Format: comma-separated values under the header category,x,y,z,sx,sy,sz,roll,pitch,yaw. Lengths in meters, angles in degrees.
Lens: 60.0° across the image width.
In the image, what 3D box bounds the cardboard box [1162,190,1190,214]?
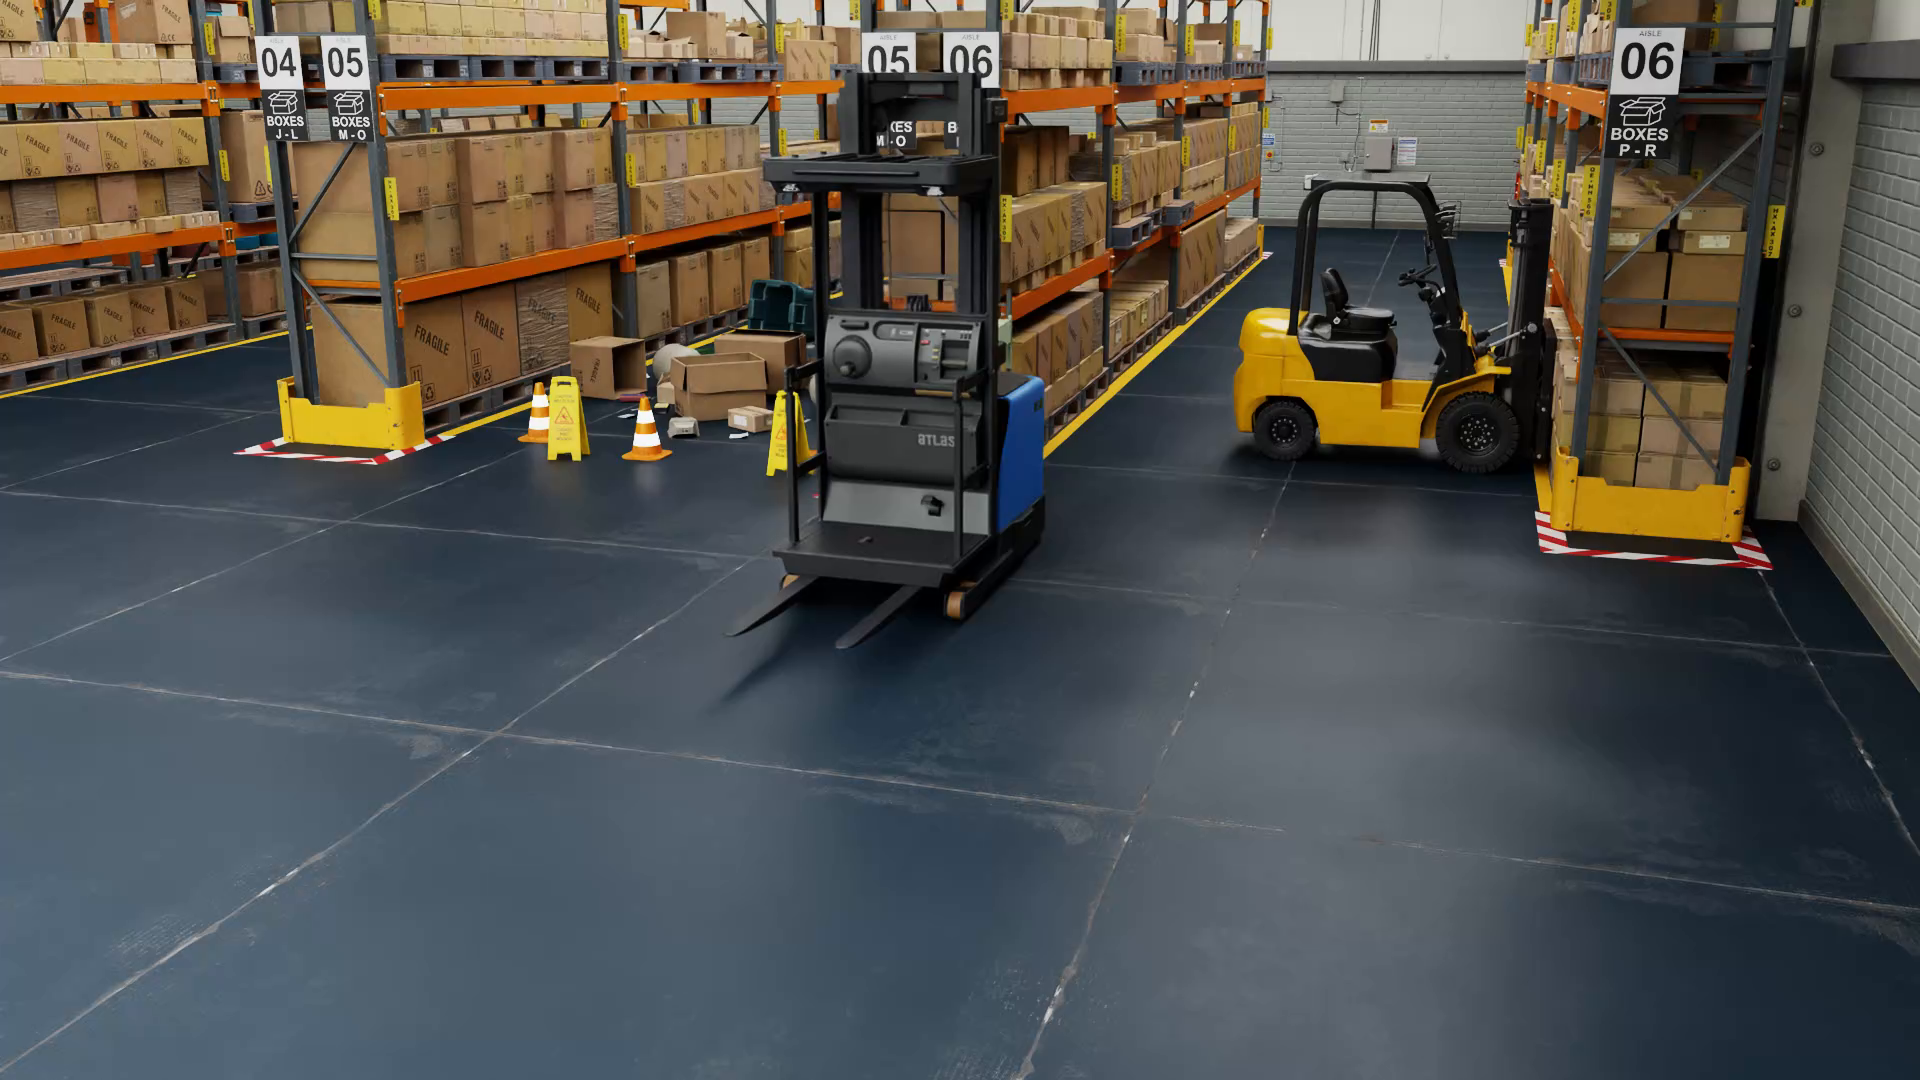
category,x,y,z,sx,sy,sz,roll,pitch,yaw
cardboard box,2.451,-4.032,19.822,0.500,0.250,0.500,4,16,15

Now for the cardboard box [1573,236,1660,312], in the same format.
category,x,y,z,sx,sy,sz,roll,pitch,yaw
cardboard box,4.601,-1.851,11.674,0.500,0.500,0.500,5,17,18

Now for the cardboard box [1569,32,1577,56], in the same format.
category,x,y,z,sx,sy,sz,roll,pitch,yaw
cardboard box,5.666,-4.424,14.642,0.500,0.311,0.500,4,16,14

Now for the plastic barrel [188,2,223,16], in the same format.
category,x,y,z,sx,sy,sz,roll,pitch,yaw
plastic barrel,-11.381,-7.622,25.021,0.600,0.901,0.708,5,16,16

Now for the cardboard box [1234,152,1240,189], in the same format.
category,x,y,z,sx,sy,sz,roll,pitch,yaw
cardboard box,3.738,-5.324,23.919,0.500,0.500,0.500,5,17,16

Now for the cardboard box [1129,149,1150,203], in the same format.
category,x,y,z,sx,sy,sz,roll,pitch,yaw
cardboard box,1.637,-3.702,16.886,0.500,0.500,0.500,5,16,16

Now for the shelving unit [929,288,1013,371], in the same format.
category,x,y,z,sx,sy,sz,roll,pitch,yaw
shelving unit,0.072,-0.906,11.274,0.431,1.500,0.755,4,16,13

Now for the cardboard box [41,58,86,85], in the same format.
category,x,y,z,sx,sy,sz,roll,pitch,yaw
cardboard box,-8.892,-4.549,16.149,0.500,0.250,0.500,5,17,18

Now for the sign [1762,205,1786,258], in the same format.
category,x,y,z,sx,sy,sz,roll,pitch,yaw
sign,5.087,-1.929,10.400,0.100,0.325,0.005,5,16,16

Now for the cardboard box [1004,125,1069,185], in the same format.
category,x,y,z,sx,sy,sz,roll,pitch,yaw
cardboard box,0.601,-3.523,15.192,0.700,0.500,0.500,4,16,15

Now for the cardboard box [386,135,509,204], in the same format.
category,x,y,z,sx,sy,sz,roll,pitch,yaw
cardboard box,-4.478,-3.233,14.476,0.875,0.550,0.550,5,16,16

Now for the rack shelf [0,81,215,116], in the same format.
category,x,y,z,sx,sy,sz,roll,pitch,yaw
rack shelf,-9.136,-4.291,16.283,1.077,0.370,4.000,5,16,16

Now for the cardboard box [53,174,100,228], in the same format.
category,x,y,z,sx,sy,sz,roll,pitch,yaw
cardboard box,-9.158,-3.401,16.596,0.875,0.500,0.500,5,16,16

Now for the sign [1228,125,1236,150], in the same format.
category,x,y,z,sx,sy,sz,roll,pitch,yaw
sign,3.730,-5.521,22.822,0.100,0.325,0.005,5,16,16

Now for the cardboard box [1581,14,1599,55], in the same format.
category,x,y,z,sx,sy,sz,roll,pitch,yaw
cardboard box,5.224,-4.017,13.207,0.500,0.311,0.500,5,17,17

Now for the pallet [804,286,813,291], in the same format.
category,x,y,z,sx,sy,sz,roll,pitch,yaw
pallet,-2.481,-3.216,21.780,1.003,0.211,1.213,5,16,16

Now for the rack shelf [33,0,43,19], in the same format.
category,x,y,z,sx,sy,sz,roll,pitch,yaw
rack shelf,-16.360,-8.404,26.019,1.077,0.370,4.000,5,16,16

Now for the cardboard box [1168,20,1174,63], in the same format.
category,x,y,z,sx,sy,sz,roll,pitch,yaw
cardboard box,2.169,-5.962,19.904,0.700,0.500,0.500,4,16,13

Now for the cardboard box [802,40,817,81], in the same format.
category,x,y,z,sx,sy,sz,roll,pitch,yaw
cardboard box,-2.152,-6.104,21.173,0.500,0.500,0.500,5,16,16

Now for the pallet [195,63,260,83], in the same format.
category,x,y,z,sx,sy,sz,roll,pitch,yaw
pallet,-8.290,-5.223,18.595,1.213,0.211,1.003,5,16,16

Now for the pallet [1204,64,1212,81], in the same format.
category,x,y,z,sx,sy,sz,roll,pitch,yaw
pallet,2.517,-5.813,20.676,1.003,0.211,1.213,5,17,18

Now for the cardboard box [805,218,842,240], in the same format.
category,x,y,z,sx,sy,sz,roll,pitch,yaw
cardboard box,-1.832,-4.272,22.832,0.500,0.250,0.500,4,16,13

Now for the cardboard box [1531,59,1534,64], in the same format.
category,x,y,z,sx,sy,sz,roll,pitch,yaw
cardboard box,8.434,-6.856,23.737,0.500,0.250,0.500,4,16,14

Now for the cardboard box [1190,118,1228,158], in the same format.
category,x,y,z,sx,sy,sz,roll,pitch,yaw
cardboard box,3.321,-5.435,22.478,0.500,0.500,0.500,5,17,18

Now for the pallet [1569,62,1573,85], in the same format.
category,x,y,z,sx,sy,sz,roll,pitch,yaw
pallet,6.408,-4.486,15.999,1.003,0.211,1.213,5,17,18

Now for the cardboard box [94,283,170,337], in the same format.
category,x,y,z,sx,sy,sz,roll,pitch,yaw
cardboard box,-8.875,-2.465,17.834,0.500,0.500,0.500,11,19,33

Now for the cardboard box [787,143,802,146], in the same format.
category,x,y,z,sx,sy,sz,roll,pitch,yaw
cardboard box,-2.415,-5.427,23.066,0.380,0.149,0.250,4,16,15

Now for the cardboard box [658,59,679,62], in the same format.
category,x,y,z,sx,sy,sz,roll,pitch,yaw
cardboard box,-5.254,-8.458,28.519,0.700,0.500,0.500,4,16,13

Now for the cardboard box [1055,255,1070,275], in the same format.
category,x,y,z,sx,sy,sz,roll,pitch,yaw
cardboard box,0.709,-2.320,13.971,0.380,0.149,0.250,5,17,16

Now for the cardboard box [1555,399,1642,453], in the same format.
category,x,y,z,sx,sy,sz,roll,pitch,yaw
cardboard box,4.396,-0.790,11.470,0.500,0.250,0.500,4,16,15

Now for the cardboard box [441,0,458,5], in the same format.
category,x,y,z,sx,sy,sz,roll,pitch,yaw
cardboard box,-4.361,-4.477,13.666,0.380,0.149,0.250,5,17,16

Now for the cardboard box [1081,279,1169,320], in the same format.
category,x,y,z,sx,sy,sz,roll,pitch,yaw
cardboard box,1.900,-2.786,19.202,0.950,0.372,0.625,3,16,12

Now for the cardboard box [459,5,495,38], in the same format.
category,x,y,z,sx,sy,sz,roll,pitch,yaw
cardboard box,-4.309,-4.395,14.109,0.500,0.250,0.500,4,16,15

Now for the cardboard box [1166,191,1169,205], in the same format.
category,x,y,z,sx,sy,sz,roll,pitch,yaw
cardboard box,2.088,-3.762,18.287,0.380,0.149,0.250,4,16,13

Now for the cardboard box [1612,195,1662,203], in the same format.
category,x,y,z,sx,sy,sz,roll,pitch,yaw
cardboard box,4.687,-2.329,11.625,0.380,0.149,0.250,5,17,16

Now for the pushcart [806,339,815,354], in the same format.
category,x,y,z,sx,sy,sz,roll,pitch,yaw
pushcart,-1.267,-1.851,16.664,1.648,0.377,0.936,-1,16,-3

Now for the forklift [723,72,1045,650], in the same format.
category,x,y,z,sx,sy,sz,roll,pitch,yaw
forklift,-0.395,-1.085,9.284,1.130,2.935,3.031,5,17,18

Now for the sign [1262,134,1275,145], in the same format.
category,x,y,z,sx,sy,sz,roll,pitch,yaw
sign,5.895,-7.715,32.038,0.327,0.218,0.001,5,16,16

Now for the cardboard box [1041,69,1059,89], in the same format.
category,x,y,z,sx,sy,sz,roll,pitch,yaw
cardboard box,0.566,-3.625,13.075,0.380,0.149,0.250,5,17,17

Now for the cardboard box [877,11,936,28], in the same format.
category,x,y,z,sx,sy,sz,roll,pitch,yaw
cardboard box,-0.390,-3.720,11.949,0.380,0.149,0.250,5,17,16

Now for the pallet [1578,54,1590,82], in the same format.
category,x,y,z,sx,sy,sz,roll,pitch,yaw
pallet,5.476,-3.740,13.185,1.003,0.211,1.213,5,16,16

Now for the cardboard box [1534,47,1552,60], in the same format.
category,x,y,z,sx,sy,sz,roll,pitch,yaw
cardboard box,7.262,-5.985,20.442,0.380,0.149,0.250,5,17,17

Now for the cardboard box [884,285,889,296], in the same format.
category,x,y,z,sx,sy,sz,roll,pitch,yaw
cardboard box,-0.782,-2.241,16.426,0.500,0.500,0.500,5,16,16

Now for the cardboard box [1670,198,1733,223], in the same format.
category,x,y,z,sx,sy,sz,roll,pitch,yaw
cardboard box,5.025,-2.229,11.274,0.380,0.149,0.250,5,17,17

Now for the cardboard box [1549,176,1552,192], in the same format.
category,x,y,z,sx,sy,sz,roll,pitch,yaw
cardboard box,5.914,-3.444,16.102,0.380,0.149,0.250,4,16,14

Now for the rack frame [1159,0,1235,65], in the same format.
category,x,y,z,sx,sy,sz,roll,pitch,yaw
rack frame,3.207,-7.928,22.290,1.000,3.000,0.127,5,16,16

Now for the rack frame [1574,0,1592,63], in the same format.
category,x,y,z,sx,sy,sz,roll,pitch,yaw
rack frame,5.694,-5.451,13.557,1.000,3.000,0.127,5,16,16

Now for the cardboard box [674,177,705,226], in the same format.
category,x,y,z,sx,sy,sz,roll,pitch,yaw
cardboard box,-3.146,-3.734,18.314,0.500,0.500,0.500,5,16,16

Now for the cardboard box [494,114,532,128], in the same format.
category,x,y,z,sx,sy,sz,roll,pitch,yaw
cardboard box,-6.674,-5.995,24.446,0.797,0.503,0.637,5,17,16

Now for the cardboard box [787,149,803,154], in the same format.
category,x,y,z,sx,sy,sz,roll,pitch,yaw
cardboard box,-2.240,-4.960,21.422,0.380,0.149,0.250,5,16,16

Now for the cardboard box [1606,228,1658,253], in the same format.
category,x,y,z,sx,sy,sz,roll,pitch,yaw
cardboard box,4.387,-1.991,10.980,0.380,0.149,0.250,5,17,17

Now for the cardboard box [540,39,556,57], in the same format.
category,x,y,z,sx,sy,sz,roll,pitch,yaw
cardboard box,-3.926,-4.493,15.183,0.380,0.149,0.250,5,17,17

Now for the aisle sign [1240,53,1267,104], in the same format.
category,x,y,z,sx,sy,sz,roll,pitch,yaw
aisle sign,4.661,-7.334,26.425,0.394,0.787,0.004,5,16,16

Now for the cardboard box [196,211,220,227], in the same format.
category,x,y,z,sx,sy,sz,roll,pitch,yaw
cardboard box,-8.347,-3.518,18.194,0.380,0.149,0.250,5,16,16

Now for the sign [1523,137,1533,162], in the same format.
category,x,y,z,sx,sy,sz,roll,pitch,yaw
sign,7.445,-5.115,21.778,0.100,0.325,0.005,5,16,16

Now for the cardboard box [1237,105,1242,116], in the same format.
category,x,y,z,sx,sy,sz,roll,pitch,yaw
cardboard box,3.868,-6.212,24.028,0.380,0.149,0.250,4,16,14
